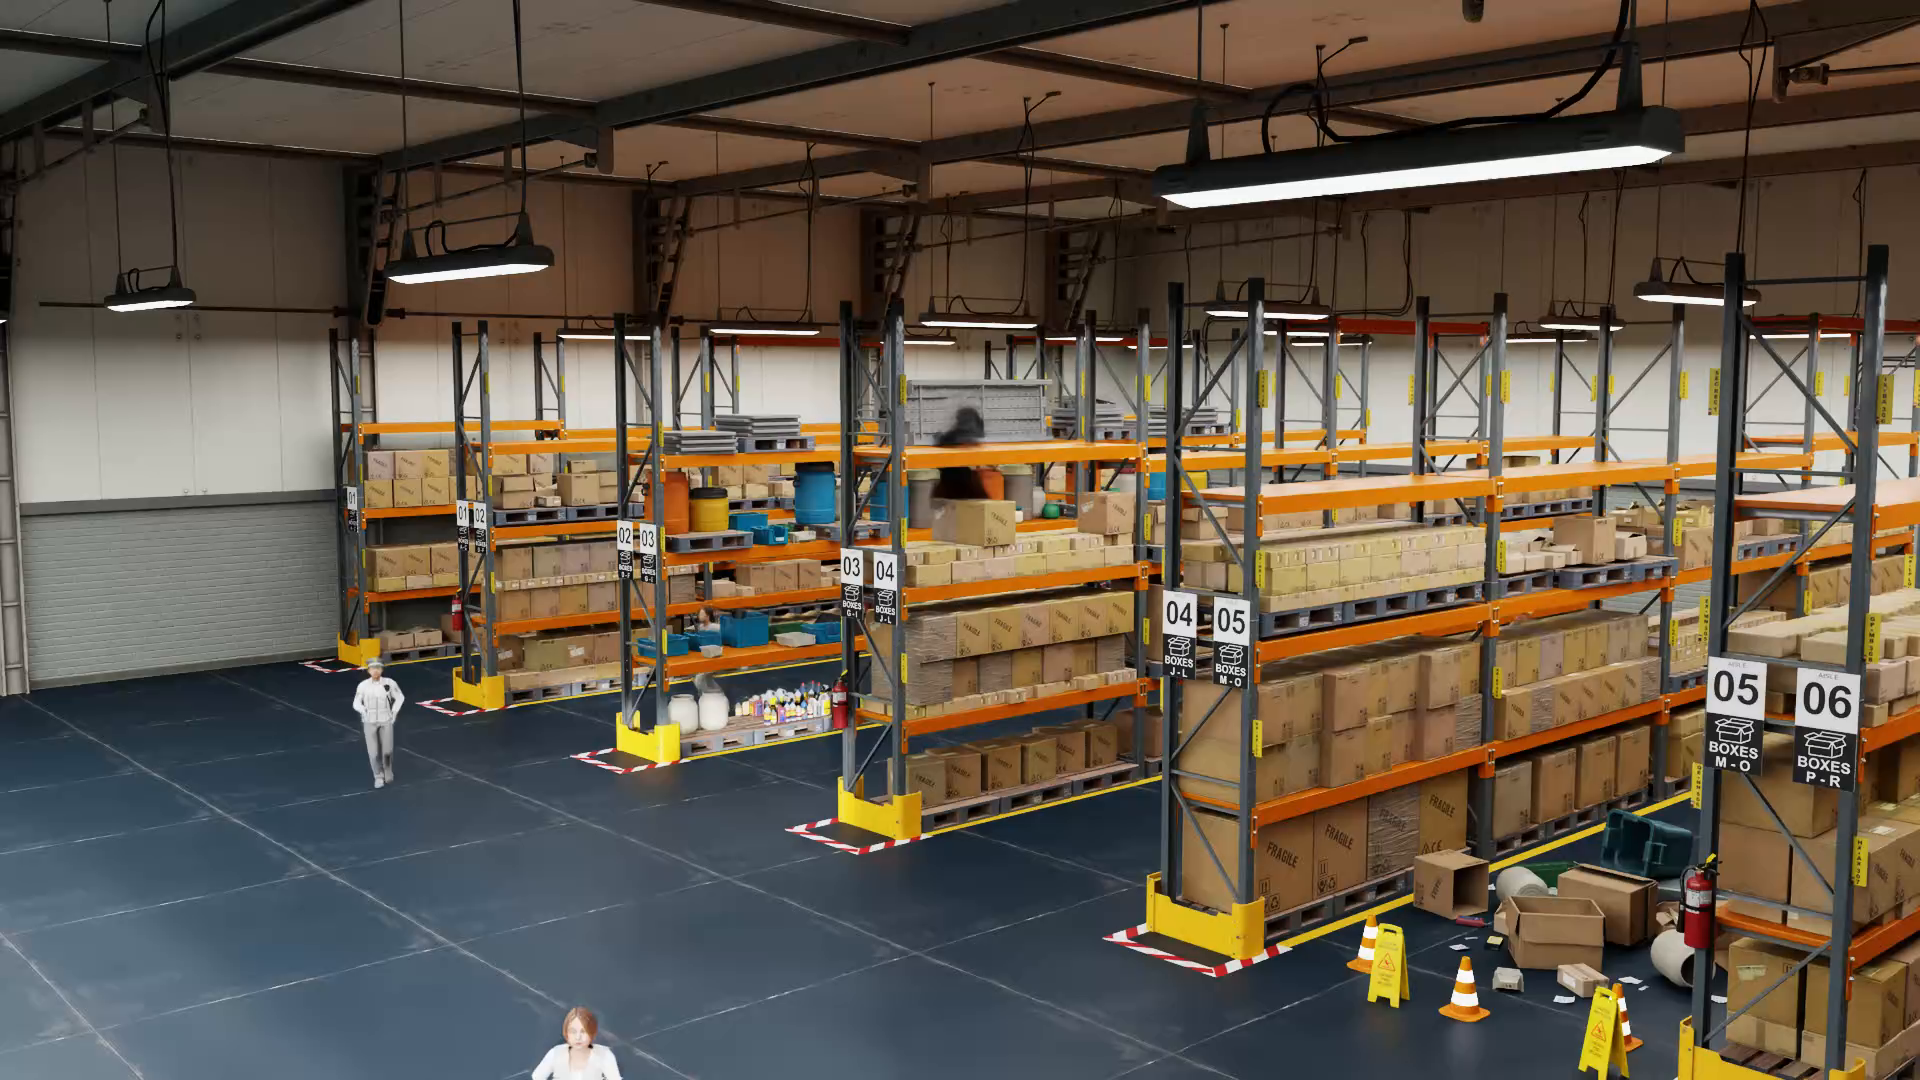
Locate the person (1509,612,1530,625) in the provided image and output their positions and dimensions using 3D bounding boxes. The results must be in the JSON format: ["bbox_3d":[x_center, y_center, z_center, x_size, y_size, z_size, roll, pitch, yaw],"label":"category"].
[{"bbox_3d":[8.320,1.852,24.727,0.641,1.800,0.689,5,8,44],"label":"person"}]

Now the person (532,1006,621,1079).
[{"bbox_3d":[-2.153,3.435,9.414,0.510,1.643,0.735,-1,6,-13],"label":"person"}]

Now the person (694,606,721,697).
[{"bbox_3d":[-3.821,1.858,25.229,0.705,1.714,0.576,-4,7,-38],"label":"person"}]

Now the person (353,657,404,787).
[{"bbox_3d":[-7.258,2.286,20.768,0.603,1.649,0.542,-2,6,-17],"label":"person"}]
